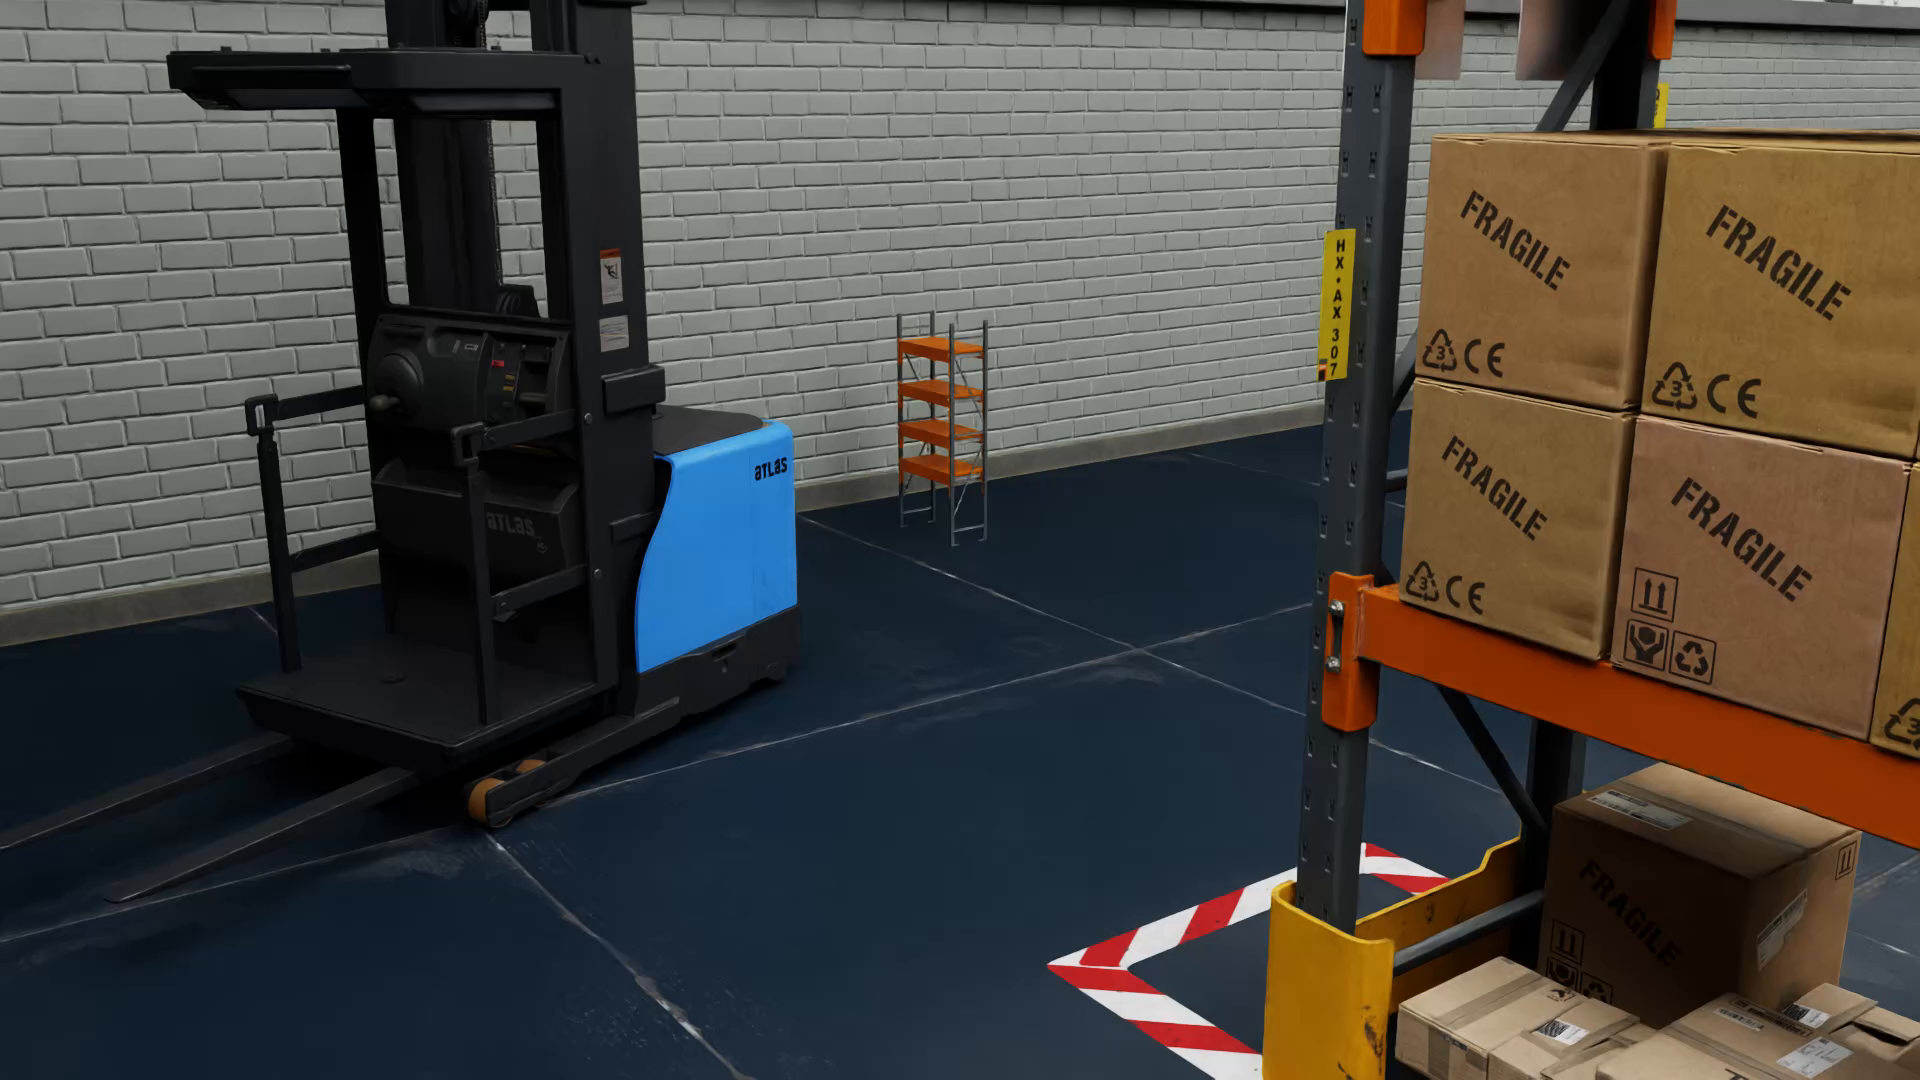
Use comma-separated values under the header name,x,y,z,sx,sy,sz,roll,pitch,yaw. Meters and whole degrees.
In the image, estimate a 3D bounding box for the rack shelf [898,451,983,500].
name,x,y,z,sx,sy,sz,roll,pitch,yaw
rack shelf,-0.097,-0.358,9.117,0.258,0.148,0.480,-11,19,-35

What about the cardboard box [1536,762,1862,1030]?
name,x,y,z,sx,sy,sz,roll,pitch,yaw
cardboard box,1.779,0.894,4.030,0.500,0.500,0.500,-11,19,-35

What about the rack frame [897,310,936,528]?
name,x,y,z,sx,sy,sz,roll,pitch,yaw
rack frame,-0.241,-0.666,9.237,0.240,1.200,0.015,-11,19,-35

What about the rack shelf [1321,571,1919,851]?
name,x,y,z,sx,sy,sz,roll,pitch,yaw
rack shelf,2.436,0.597,2.577,1.077,0.370,4.000,-11,19,-35

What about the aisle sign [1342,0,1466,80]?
name,x,y,z,sx,sy,sz,roll,pitch,yaw
aisle sign,0.982,-1.400,3.586,0.394,0.787,0.004,-11,19,-35

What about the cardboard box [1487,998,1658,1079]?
name,x,y,z,sx,sy,sz,roll,pitch,yaw
cardboard box,1.375,1.173,3.642,0.380,0.166,0.250,-11,19,-35

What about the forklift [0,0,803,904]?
name,x,y,z,sx,sy,sz,roll,pitch,yaw
forklift,-1.846,-0.588,5.674,1.130,2.935,3.031,9,18,29

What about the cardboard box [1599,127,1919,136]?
name,x,y,z,sx,sy,sz,roll,pitch,yaw
cardboard box,1.744,-0.656,3.706,0.500,0.500,0.500,-11,19,-35

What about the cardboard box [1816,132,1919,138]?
name,x,y,z,sx,sy,sz,roll,pitch,yaw
cardboard box,2.042,-0.548,3.312,0.500,0.500,0.500,-10,18,-33

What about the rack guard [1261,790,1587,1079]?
name,x,y,z,sx,sy,sz,roll,pitch,yaw
rack guard,1.305,1.044,4.313,1.175,0.500,0.348,-11,19,-35

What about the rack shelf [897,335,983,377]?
name,x,y,z,sx,sy,sz,roll,pitch,yaw
rack shelf,-0.097,-0.993,8.943,0.258,0.148,0.480,-11,19,-35

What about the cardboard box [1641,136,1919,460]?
name,x,y,z,sx,sy,sz,roll,pitch,yaw
cardboard box,1.621,-0.462,2.998,0.500,0.500,0.500,-11,19,-34

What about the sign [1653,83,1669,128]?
name,x,y,z,sx,sy,sz,roll,pitch,yaw
sign,1.721,-0.970,4.147,0.100,0.325,0.005,-11,19,-35

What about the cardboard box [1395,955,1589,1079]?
name,x,y,z,sx,sy,sz,roll,pitch,yaw
cardboard box,1.228,1.128,3.839,0.380,0.149,0.250,-11,19,-35

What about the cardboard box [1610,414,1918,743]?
name,x,y,z,sx,sy,sz,roll,pitch,yaw
cardboard box,1.615,0.019,3.134,0.500,0.500,0.500,-11,19,-35

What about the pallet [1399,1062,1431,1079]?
name,x,y,z,sx,sy,sz,roll,pitch,yaw
pallet,1.774,1.354,3.730,1.003,0.211,1.213,-11,19,-35

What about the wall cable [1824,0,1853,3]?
name,x,y,z,sx,sy,sz,roll,pitch,yaw
wall cable,8.738,-7.902,14.807,2.277,5.999,0.120,-11,19,-35

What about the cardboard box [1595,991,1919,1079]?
name,x,y,z,sx,sy,sz,roll,pitch,yaw
cardboard box,1.644,1.204,3.372,0.500,0.250,0.500,-11,19,-35

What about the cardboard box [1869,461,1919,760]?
name,x,y,z,sx,sy,sz,roll,pitch,yaw
cardboard box,1.908,0.127,2.741,0.500,0.500,0.500,-11,19,-35

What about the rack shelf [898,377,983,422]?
name,x,y,z,sx,sy,sz,roll,pitch,yaw
rack shelf,-0.097,-0.765,9.006,0.258,0.148,0.480,-11,19,-35

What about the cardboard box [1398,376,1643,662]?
name,x,y,z,sx,sy,sz,roll,pitch,yaw
cardboard box,1.307,-0.090,3.533,0.500,0.500,0.500,-10,18,-33

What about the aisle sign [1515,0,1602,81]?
name,x,y,z,sx,sy,sz,roll,pitch,yaw
aisle sign,1.468,-1.493,3.926,0.394,0.787,0.004,-11,19,-35

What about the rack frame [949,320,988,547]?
name,x,y,z,sx,sy,sz,roll,pitch,yaw
rack frame,0.046,-0.562,8.856,0.240,1.200,0.015,-11,19,-35

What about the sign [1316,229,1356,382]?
name,x,y,z,sx,sy,sz,roll,pitch,yaw
sign,0.821,-0.511,3.620,0.100,0.325,0.005,-11,19,-35

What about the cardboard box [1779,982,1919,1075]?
name,x,y,z,sx,sy,sz,roll,pitch,yaw
cardboard box,1.944,1.155,3.707,0.380,0.166,0.250,-11,19,-35

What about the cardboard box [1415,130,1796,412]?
name,x,y,z,sx,sy,sz,roll,pitch,yaw
cardboard box,1.307,-0.572,3.401,0.500,0.500,0.500,-10,18,-33

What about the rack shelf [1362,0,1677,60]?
name,x,y,z,sx,sy,sz,roll,pitch,yaw
rack shelf,2.436,-0.850,2.181,1.077,0.370,4.000,-11,19,-35

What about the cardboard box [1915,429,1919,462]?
name,x,y,z,sx,sy,sz,roll,pitch,yaw
cardboard box,1.911,-0.354,2.605,0.500,0.500,0.500,-11,19,-34

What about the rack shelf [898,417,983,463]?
name,x,y,z,sx,sy,sz,roll,pitch,yaw
rack shelf,-0.097,-0.549,9.065,0.258,0.148,0.480,-11,19,-35

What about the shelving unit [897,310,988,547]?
name,x,y,z,sx,sy,sz,roll,pitch,yaw
shelving unit,-0.097,-0.614,9.047,0.258,1.200,0.503,-11,19,-35

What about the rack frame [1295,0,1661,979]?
name,x,y,z,sx,sy,sz,roll,pitch,yaw
rack frame,1.260,-0.177,4.042,1.000,3.000,0.127,-11,19,-35
